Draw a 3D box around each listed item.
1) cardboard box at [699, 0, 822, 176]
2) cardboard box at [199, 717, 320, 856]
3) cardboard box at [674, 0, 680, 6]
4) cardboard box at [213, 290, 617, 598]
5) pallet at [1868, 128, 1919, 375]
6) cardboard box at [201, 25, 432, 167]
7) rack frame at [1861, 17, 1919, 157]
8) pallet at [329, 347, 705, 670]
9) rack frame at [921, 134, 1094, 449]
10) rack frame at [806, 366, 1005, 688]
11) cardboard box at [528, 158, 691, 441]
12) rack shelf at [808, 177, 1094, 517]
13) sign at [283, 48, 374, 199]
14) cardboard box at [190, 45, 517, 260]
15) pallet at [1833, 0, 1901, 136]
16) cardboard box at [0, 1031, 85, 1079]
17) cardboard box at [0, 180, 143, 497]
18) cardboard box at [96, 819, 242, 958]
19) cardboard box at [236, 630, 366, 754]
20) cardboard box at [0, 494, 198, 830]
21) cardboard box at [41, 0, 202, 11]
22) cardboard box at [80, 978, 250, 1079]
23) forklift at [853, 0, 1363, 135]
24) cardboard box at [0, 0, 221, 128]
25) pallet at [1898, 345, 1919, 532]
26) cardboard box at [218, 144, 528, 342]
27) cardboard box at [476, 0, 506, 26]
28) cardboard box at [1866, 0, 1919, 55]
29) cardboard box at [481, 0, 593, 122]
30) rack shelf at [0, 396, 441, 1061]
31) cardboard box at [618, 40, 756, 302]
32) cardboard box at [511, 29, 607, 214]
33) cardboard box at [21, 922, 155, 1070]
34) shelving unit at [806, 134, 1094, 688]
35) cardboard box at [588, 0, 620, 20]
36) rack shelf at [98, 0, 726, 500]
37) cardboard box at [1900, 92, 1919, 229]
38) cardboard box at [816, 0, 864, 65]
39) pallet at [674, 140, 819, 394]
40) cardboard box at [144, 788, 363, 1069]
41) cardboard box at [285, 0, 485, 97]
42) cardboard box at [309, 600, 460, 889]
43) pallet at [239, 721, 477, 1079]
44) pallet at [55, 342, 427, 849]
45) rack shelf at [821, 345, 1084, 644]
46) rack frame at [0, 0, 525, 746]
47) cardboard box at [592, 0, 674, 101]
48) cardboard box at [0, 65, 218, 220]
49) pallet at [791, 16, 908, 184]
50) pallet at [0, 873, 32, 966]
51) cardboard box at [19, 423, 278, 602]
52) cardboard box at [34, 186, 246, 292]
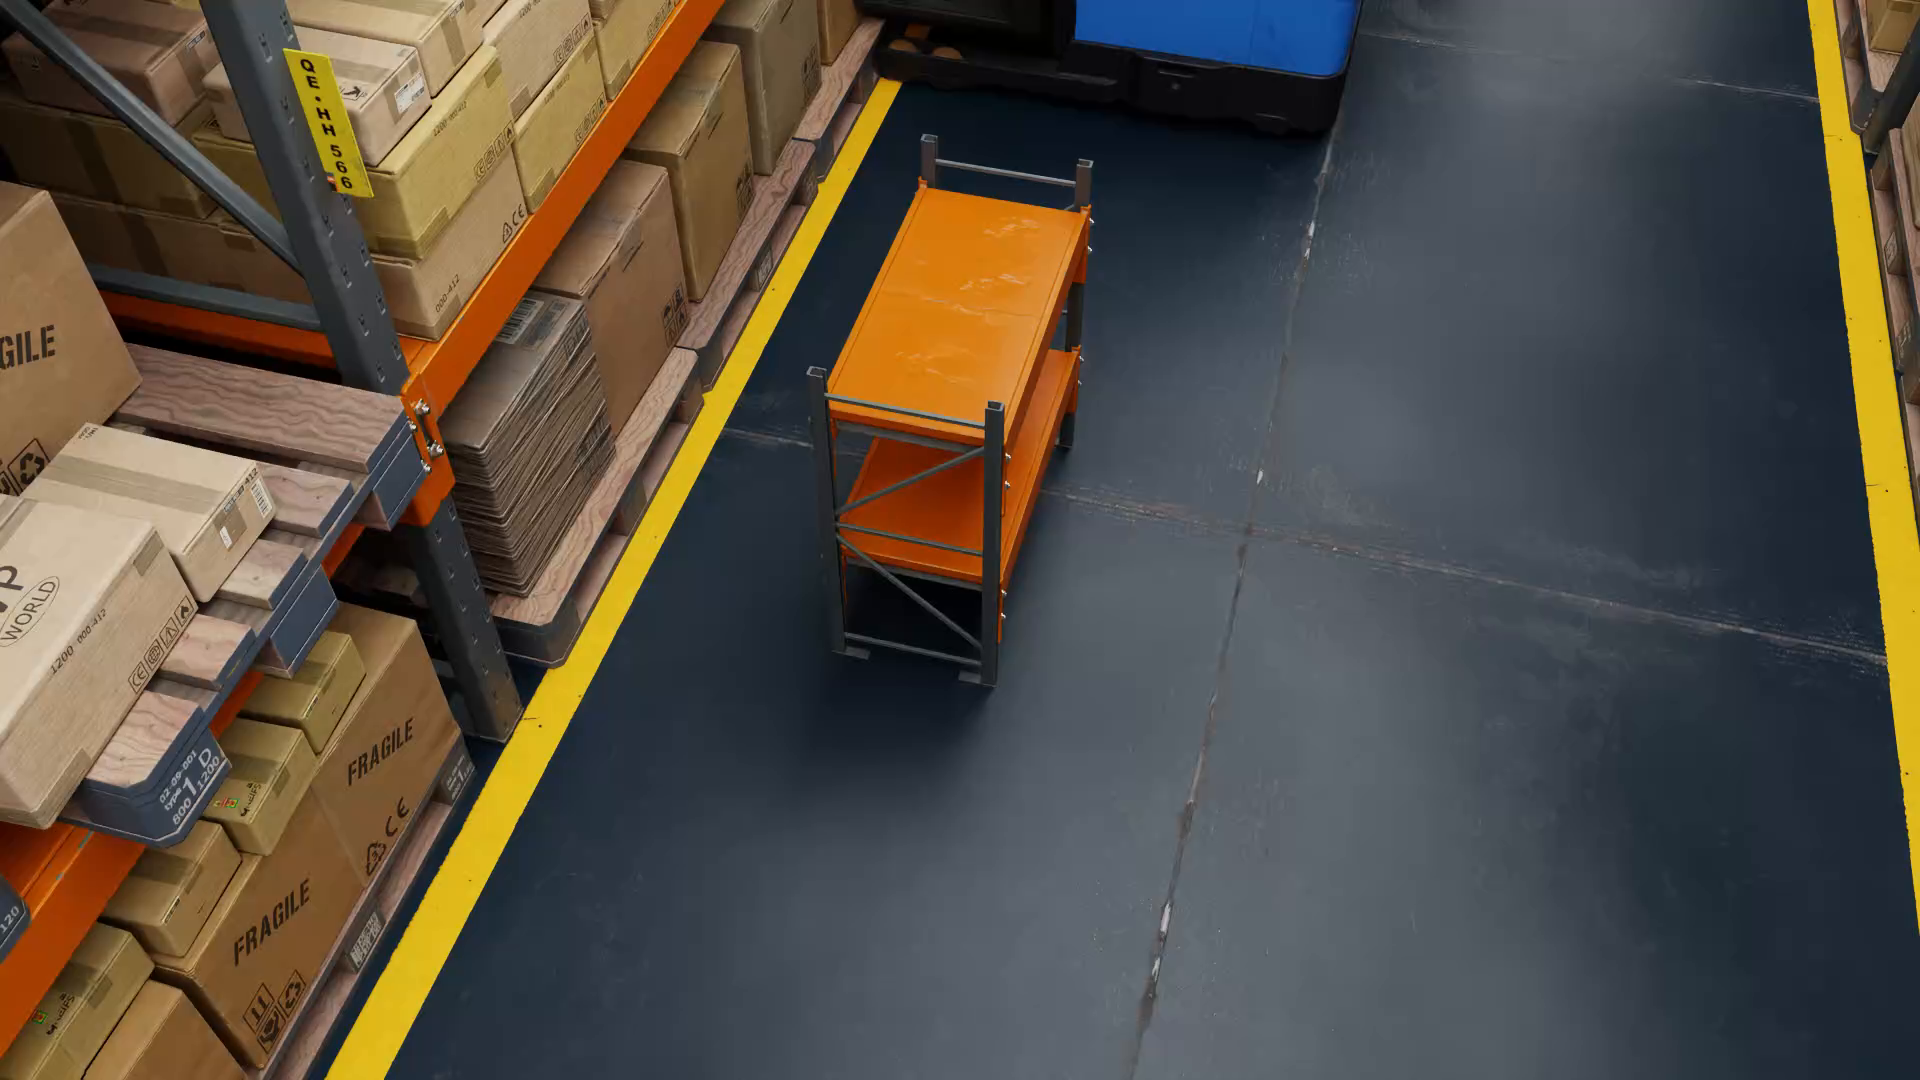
[{"bbox_3d":[-1.043,-1.858,6.193,0.875,0.625,0.625,11,50,10],"label":"cardboard box"},{"bbox_3d":[-1.685,0.533,3.733,0.380,0.149,0.250,9,49,8],"label":"cardboard box"},{"bbox_3d":[-1.001,-1.886,5.014,0.500,0.250,0.500,13,50,11],"label":"cardboard box"},{"bbox_3d":[-1.580,-0.352,4.864,0.875,0.625,0.625,13,50,11],"label":"cardboard box"},{"bbox_3d":[3.881,-0.981,5.975,1.003,0.211,1.213,12,50,10],"label":"pallet"},{"bbox_3d":[-1.389,-0.971,3.607,0.380,0.149,0.250,13,50,11],"label":"cardboard box"},{"bbox_3d":[4.085,-2.467,5.427,1.000,3.000,0.127,12,50,10],"label":"rack frame"},{"bbox_3d":[-1.503,-0.216,5.300,1.003,0.211,1.213,12,50,10],"label":"pallet"},{"bbox_3d":[0.132,-0.735,5.148,0.500,1.125,0.032,12,50,10],"label":"rack frame"},{"bbox_3d":[-0.136,0.000,4.499,0.500,1.125,0.032,12,50,10],"label":"rack frame"},{"bbox_3d":[-1.416,-0.827,5.283,0.875,0.625,0.625,13,50,11],"label":"cardboard box"},{"bbox_3d":[-0.002,-0.561,4.605,0.538,0.278,1.000,12,50,10],"label":"rack shelf"},{"bbox_3d":[-1.231,-0.808,3.243,0.100,0.325,0.005,12,50,10],"label":"sign"},{"bbox_3d":[-1.381,-0.934,3.841,0.500,0.250,0.500,12,50,10],"label":"cardboard box"},{"bbox_3d":[4.228,-2.037,6.907,1.003,0.211,1.213,12,50,10],"label":"pallet"},{"bbox_3d":[-1.975,1.078,3.253,0.380,0.149,0.250,11,49,9],"label":"cardboard box"},{"bbox_3d":[-2.044,-0.381,3.239,0.500,0.500,0.500,14,50,12],"label":"cardboard box"},{"bbox_3d":[-1.797,0.715,3.573,0.380,0.149,0.250,10,49,9],"label":"cardboard box"},{"bbox_3d":[-1.643,0.330,3.913,0.380,0.149,0.250,9,49,8],"label":"cardboard box"},{"bbox_3d":[-1.723,0.187,2.904,0.500,0.250,0.500,9,49,8],"label":"cardboard box"},{"bbox_3d":[-1.906,-1.285,3.884,0.380,0.149,0.250,13,50,11],"label":"cardboard box"},{"bbox_3d":[-1.938,1.225,3.556,0.500,0.500,0.500,14,50,12],"label":"cardboard box"},{"bbox_3d":[0.155,-3.208,6.126,3.031,2.935,1.130,12,50,10],"label":"forklift"},{"bbox_3d":[-1.867,-1.074,3.698,0.380,0.149,0.250,13,50,11],"label":"cardboard box"},{"bbox_3d":[3.562,-0.096,5.194,1.003,0.211,1.213,12,50,10],"label":"pallet"},{"bbox_3d":[-1.405,-0.774,4.032,0.500,0.250,0.500,12,50,10],"label":"cardboard box"},{"bbox_3d":[-1.278,-1.355,3.946,0.380,0.149,0.250,13,50,11],"label":"cardboard box"},{"bbox_3d":[3.981,-2.177,6.725,0.500,0.250,0.500,14,50,12],"label":"cardboard box"},{"bbox_3d":[-1.272,-1.301,4.164,0.500,0.250,0.500,13,50,11],"label":"cardboard box"},{"bbox_3d":[-2.284,1.134,2.728,1.077,0.370,4.000,12,50,10],"label":"rack shelf"},{"bbox_3d":[-1.239,-1.314,5.713,0.875,0.625,0.625,10,49,8],"label":"cardboard box"},{"bbox_3d":[-1.268,-1.137,4.353,0.500,0.250,0.500,11,49,9],"label":"cardboard box"},{"bbox_3d":[-1.910,0.897,3.412,0.380,0.149,0.250,13,50,11],"label":"cardboard box"},{"bbox_3d":[-0.002,-0.367,4.824,0.538,1.125,1.048,12,50,10],"label":"shelving unit"},{"bbox_3d":[-1.117,-1.676,4.495,0.500,0.250,0.500,10,49,9],"label":"cardboard box"},{"bbox_3d":[-1.231,-1.759,5.282,1.077,0.370,4.000,12,50,10],"label":"rack shelf"},{"bbox_3d":[3.949,-1.357,5.919,0.950,0.372,0.625,12,50,11],"label":"cardboard box"},{"bbox_3d":[-0.831,-2.418,6.687,0.875,0.625,0.625,14,50,12],"label":"cardboard box"},{"bbox_3d":[-1.180,-1.096,6.076,1.003,0.211,1.213,12,50,10],"label":"pallet"},{"bbox_3d":[-1.803,0.846,3.890,0.500,0.500,0.500,11,49,9],"label":"cardboard box"},{"bbox_3d":[-1.320,-1.164,3.778,0.380,0.149,0.250,13,50,11],"label":"cardboard box"},{"bbox_3d":[-1.661,0.486,4.208,0.500,0.500,0.500,13,50,11],"label":"cardboard box"},{"bbox_3d":[-1.990,0.904,4.311,1.003,0.211,1.213,12,50,10],"label":"pallet"},{"bbox_3d":[-1.868,0.017,3.363,1.213,0.211,1.003,12,50,10],"label":"pallet"},{"bbox_3d":[-0.002,-0.206,5.007,0.538,0.278,1.000,12,50,10],"label":"rack shelf"},{"bbox_3d":[-1.757,-0.551,3.736,1.000,3.000,0.127,12,50,10],"label":"rack frame"},{"bbox_3d":[-1.139,-1.511,4.683,0.500,0.250,0.500,10,49,9],"label":"cardboard box"},{"bbox_3d":[-1.907,-1.046,3.939,0.500,0.250,0.500,13,50,11],"label":"cardboard box"},{"bbox_3d":[-0.861,-1.981,6.857,1.003,0.211,1.213,12,50,10],"label":"pallet"},{"bbox_3d":[-2.265,0.920,2.565,1.003,0.211,1.213,12,50,10],"label":"pallet"},{"bbox_3d":[-1.560,-0.056,3.186,0.380,0.149,0.250,12,50,11],"label":"cardboard box"},{"bbox_3d":[-1.886,-0.877,4.123,0.500,0.250,0.500,11,49,9],"label":"cardboard box"}]
